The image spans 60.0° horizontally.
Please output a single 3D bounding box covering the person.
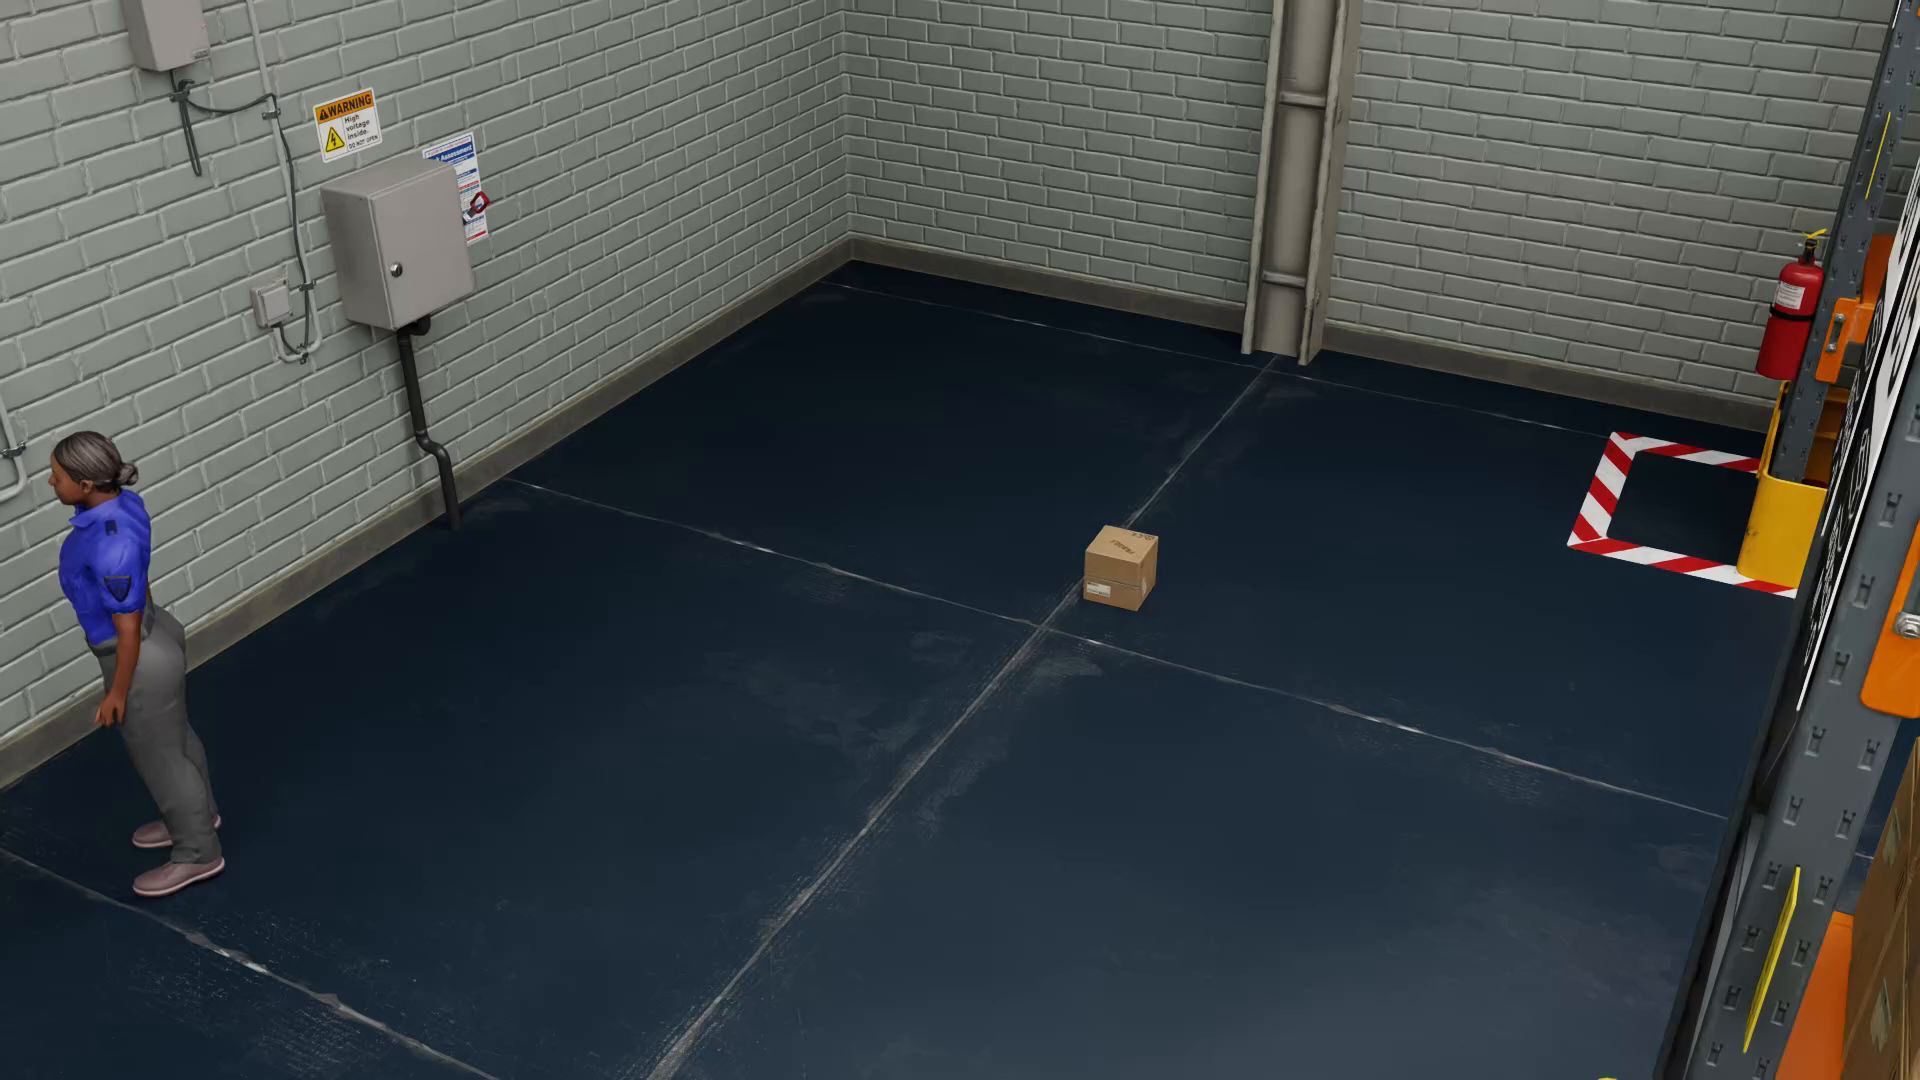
[{"bbox_3d":[-2.711,0.403,5.430,0.361,1.661,0.440,-12,32,-19],"label":"person"}]
